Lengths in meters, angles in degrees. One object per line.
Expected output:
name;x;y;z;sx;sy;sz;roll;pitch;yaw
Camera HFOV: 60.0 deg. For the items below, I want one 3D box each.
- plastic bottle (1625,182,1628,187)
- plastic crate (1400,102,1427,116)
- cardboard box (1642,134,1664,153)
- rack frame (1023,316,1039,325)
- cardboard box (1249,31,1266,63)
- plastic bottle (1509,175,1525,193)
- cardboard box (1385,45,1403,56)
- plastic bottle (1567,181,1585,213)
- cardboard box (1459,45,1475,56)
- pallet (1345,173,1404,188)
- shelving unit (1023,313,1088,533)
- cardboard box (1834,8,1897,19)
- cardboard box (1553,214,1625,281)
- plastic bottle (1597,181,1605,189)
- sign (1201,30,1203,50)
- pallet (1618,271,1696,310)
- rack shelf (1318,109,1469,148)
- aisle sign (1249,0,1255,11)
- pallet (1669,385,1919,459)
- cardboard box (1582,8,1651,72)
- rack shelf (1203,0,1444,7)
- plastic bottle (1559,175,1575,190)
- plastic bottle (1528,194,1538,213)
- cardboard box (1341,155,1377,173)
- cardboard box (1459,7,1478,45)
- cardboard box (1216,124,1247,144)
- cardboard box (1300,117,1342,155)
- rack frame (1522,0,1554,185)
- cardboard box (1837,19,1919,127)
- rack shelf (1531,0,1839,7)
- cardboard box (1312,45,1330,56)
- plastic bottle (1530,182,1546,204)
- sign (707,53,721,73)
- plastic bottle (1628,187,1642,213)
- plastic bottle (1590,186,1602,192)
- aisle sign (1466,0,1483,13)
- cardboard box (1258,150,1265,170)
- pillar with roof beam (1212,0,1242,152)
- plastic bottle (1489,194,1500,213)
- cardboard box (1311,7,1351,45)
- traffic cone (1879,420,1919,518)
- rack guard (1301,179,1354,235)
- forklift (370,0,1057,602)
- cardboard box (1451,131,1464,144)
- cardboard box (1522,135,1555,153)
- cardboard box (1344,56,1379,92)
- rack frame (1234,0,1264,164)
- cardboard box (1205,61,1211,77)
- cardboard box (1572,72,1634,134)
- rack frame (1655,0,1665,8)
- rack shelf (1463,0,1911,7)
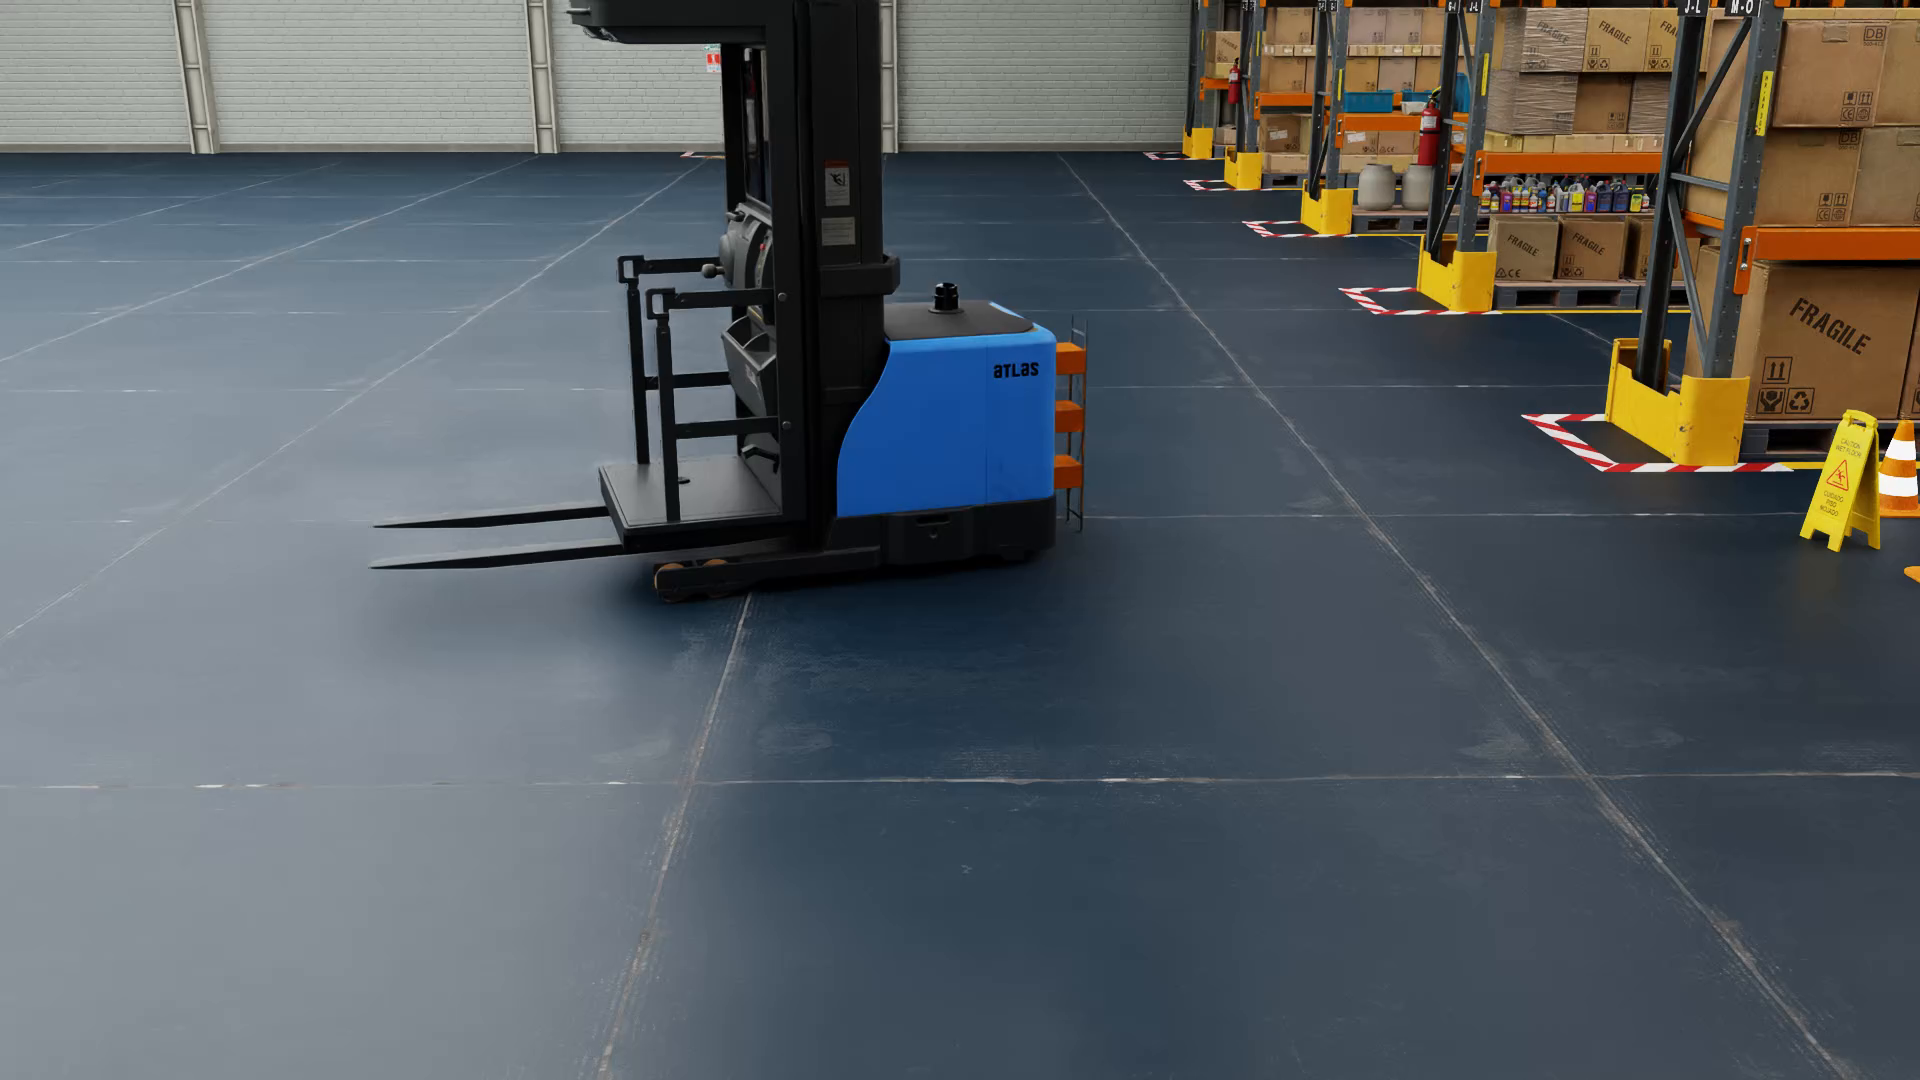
plastic bottle;7.852;-4.111;19.698;0.097;0.271;0.097;0;18;0
plastic crate;5.078;-4.829;18.623;0.250;0.136;0.298;0;18;-1
cardboard box;5.795;-3.353;14.001;0.250;0.149;0.380;0;18;-1
rack frame;0.336;-0.540;8.012;0.008;1.050;0.200;-6;19;-17
cardboard box;4.998;-8.280;27.933;0.500;0.500;0.500;0;18;-1
plastic bottle;6.564;-4.135;19.644;0.185;0.351;0.144;0;18;1
cardboard box;6.036;-6.862;23.301;0.250;0.149;0.380;0;18;0
plastic bottle;7.024;-3.923;18.982;0.185;0.351;0.144;0;18;-1
cardboard box;7.063;-6.867;23.317;0.250;0.149;0.380;0;18;-1
pallet;6.085;-5.255;24.085;1.213;0.211;1.003;0;18;-1
shelving unit;0.452;-0.551;8.047;0.252;1.050;0.215;-6;19;-17
cardboard box;7.310;-4.132;13.729;0.500;0.500;0.500;0;18;-1
cardboard box;5.478;-2.557;14.513;0.500;0.500;0.500;4;18;14
plastic bottle;7.532;-4.074;19.564;0.133;0.283;0.061;0;18;-1
sign;4.031;-8.321;27.659;0.005;0.325;0.100;0;18;-1
pallet;6.362;-2.207;14.581;1.213;0.211;1.003;0;18;-1
rack shelf;6.178;-4.716;19.016;4.000;0.370;1.077;0;18;-1
aisle sign;4.043;-7.706;22.902;0.004;0.787;0.394;0;18;-1
pallet;5.032;-0.721;9.949;1.213;0.211;1.003;0;18;-1
cardboard box;5.311;-4.121;13.696;0.500;0.500;0.500;0;18;-1
rack shelf;6.022;-9.170;27.990;4.000;0.370;1.077;0;18;-1
plastic bottle;7.175;-4.138;19.654;0.185;0.351;0.144;-1;18;-3
plastic bottle;6.538;-3.842;18.975;0.097;0.201;0.097;0;18;0
cardboard box;5.643;-5.393;23.762;0.500;0.250;0.500;0;18;-1
cardboard box;7.154;-7.239;23.417;0.500;0.500;0.700;0;18;-1
cardboard box;4.715;-6.980;28.576;0.500;0.311;0.500;-2;18;-7
cardboard box;5.143;-5.747;23.639;0.500;0.500;0.500;0;18;-1
rack frame;8.103;-6.581;23.652;0.127;3.000;1.000;0;18;-1
cardboard box;5.154;-2.627;9.313;0.550;0.550;0.875;0;18;-1
rack shelf;10.103;-7.676;23.334;4.000;0.370;1.077;0;18;-1
cardboard box;5.013;-6.857;23.287;0.250;0.149;0.380;0;18;-1
plastic bottle;6.778;-4.055;19.518;0.135;0.276;0.152;0;18;-1
sign;-4.317;-8.359;29.136;0.234;0.329;0.001;0;18;-1
plastic bottle;7.702;-3.881;18.962;0.133;0.283;0.061;1;18;2
plastic bottle;7.319;-3.934;19.139;0.135;0.276;0.152;0;18;-1
aisle sign;4.199;-4.682;13.477;0.004;0.787;0.394;0;18;-1
cardboard box;4.635;-5.545;24.237;0.500;0.250;0.500;0;18;-1
pillar with roof beam;4.776;-9.884;24.127;0.400;9.000;9.100;0;18;-1
plastic bottle;6.100;-3.840;18.968;0.097;0.201;0.097;0;18;0
cardboard box;5.149;-7.230;23.387;0.500;0.500;0.700;-1;18;-2
traffic cone;4.787;-0.382;8.480;0.334;0.463;0.336;0;18;-1
rack guard;4.254;-3.873;19.304;0.348;0.500;1.175;0;18;-1
forklift;-1.127;-1.306;7.321;3.031;2.935;1.130;-6;19;-17
cardboard box;7.143;-5.761;23.682;0.500;0.500;0.500;0;18;-1
cardboard box;4.795;-3.340;13.961;0.250;0.149;0.380;0;18;-1
cardboard box;5.592;-6.612;23.586;0.500;0.500;0.700;0;18;0
rack frame;4.104;-6.562;23.592;0.127;3.000;1.000;0;18;-1
cardboard box;4.486;-8.074;28.520;0.500;0.250;0.500;0;18;0
cardboard box;5.305;-3.759;14.203;0.500;0.500;0.875;0;18;-1
rack frame;12.021;-8.113;28.429;0.127;3.000;1.000;0;18;-1
rack shelf;6.256;-4.632;13.842;4.000;0.370;1.077;0;18;-1
